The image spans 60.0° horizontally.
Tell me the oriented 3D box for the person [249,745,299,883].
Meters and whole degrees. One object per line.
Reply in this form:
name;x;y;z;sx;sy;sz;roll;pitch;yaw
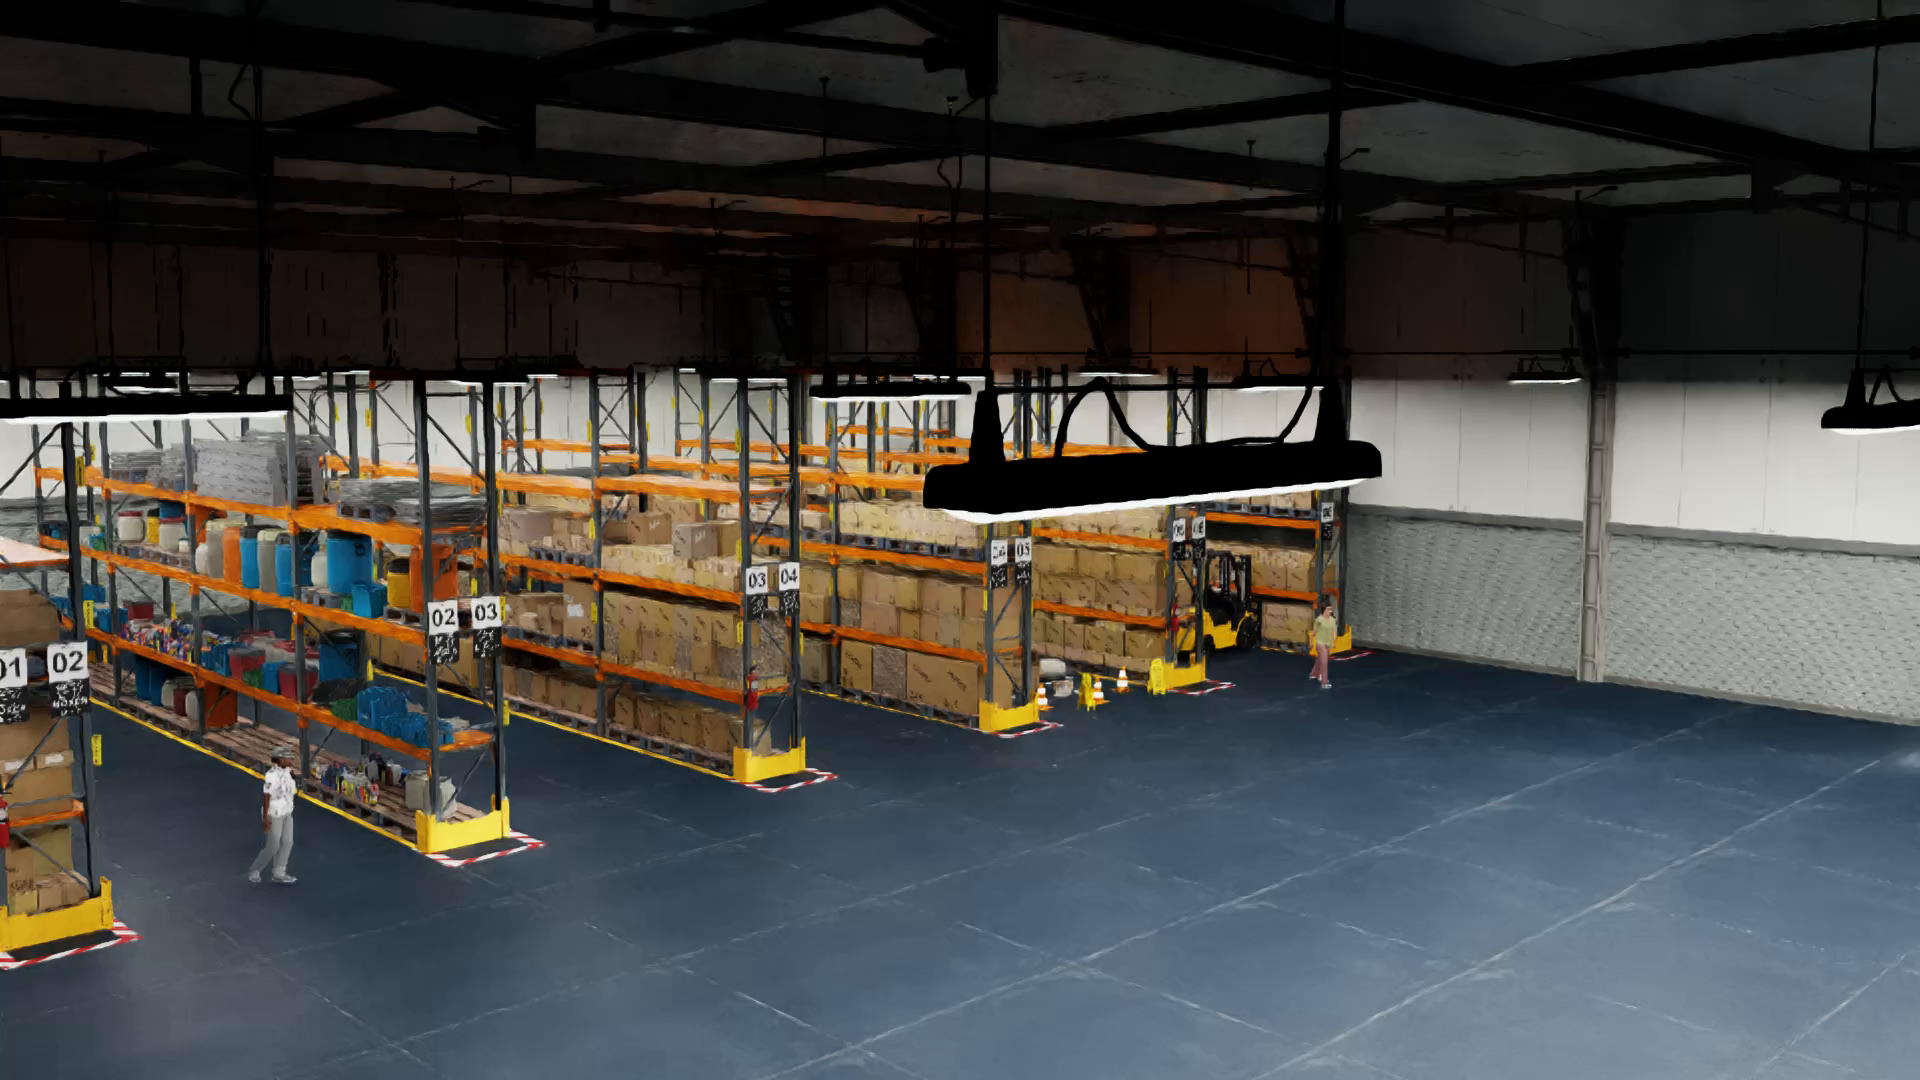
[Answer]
person;-8.219;3.276;19.847;0.540;1.661;0.522;1;7;10

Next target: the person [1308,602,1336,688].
person;6.916;1.967;31.610;0.488;1.611;0.957;-3;7;-23
